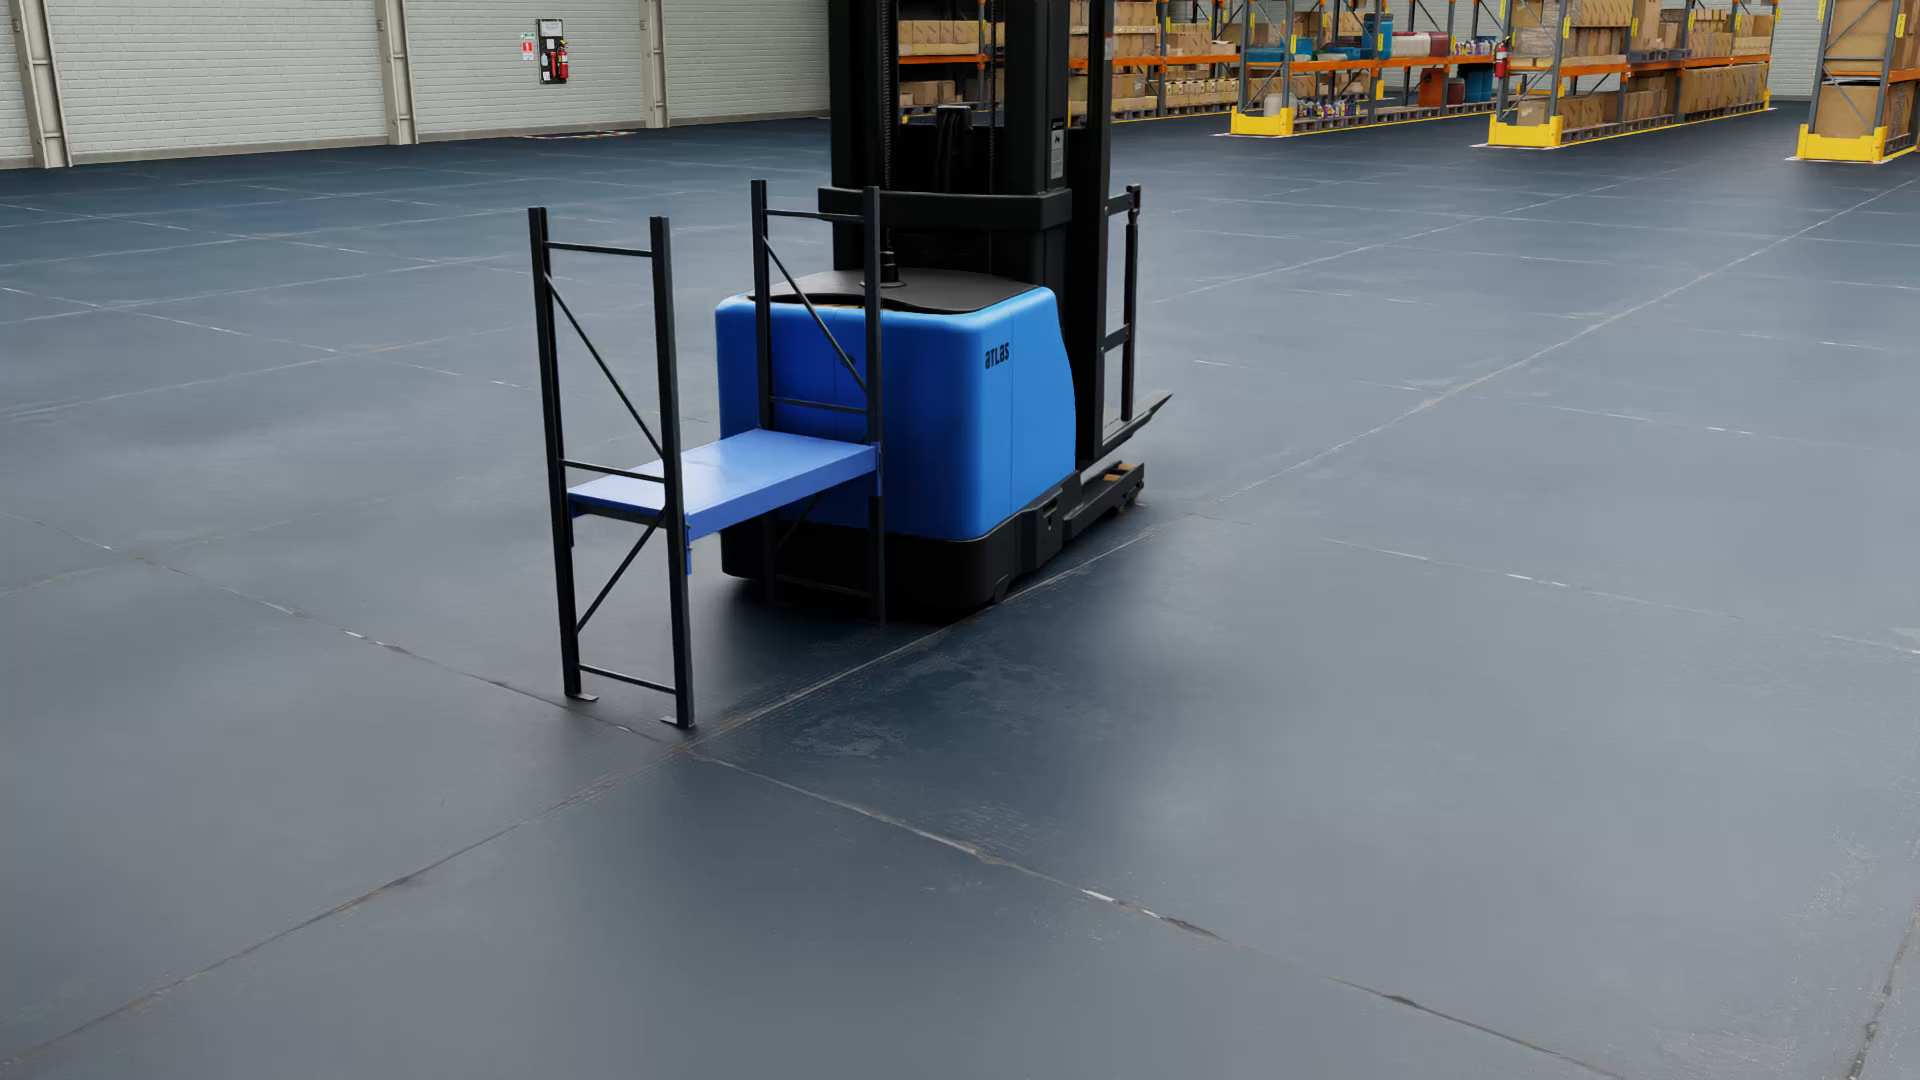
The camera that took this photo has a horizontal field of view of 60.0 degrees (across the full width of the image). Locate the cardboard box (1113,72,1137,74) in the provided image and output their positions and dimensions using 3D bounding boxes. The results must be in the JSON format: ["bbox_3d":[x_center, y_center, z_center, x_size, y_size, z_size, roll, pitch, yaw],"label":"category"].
[{"bbox_3d":[3.586,-10.128,36.965,0.500,0.500,0.500,12,21,35],"label":"cardboard box"}]

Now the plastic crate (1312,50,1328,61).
[{"bbox_3d":[7.055,-9.687,33.238,0.450,0.188,0.662,12,21,35],"label":"plastic crate"}]

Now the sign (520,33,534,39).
[{"bbox_3d":[-8.008,-9.325,30.759,0.001,0.109,0.331,12,21,35],"label":"sign"}]

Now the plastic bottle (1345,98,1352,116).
[{"bbox_3d":[7.823,-8.757,33.609,0.144,0.351,0.185,11,20,32],"label":"plastic bottle"}]

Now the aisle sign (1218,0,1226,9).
[{"bbox_3d":[7.568,-15.876,48.427,0.394,0.787,0.004,12,21,35],"label":"aisle sign"}]

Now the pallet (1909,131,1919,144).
[{"bbox_3d":[16.390,-7.151,29.417,1.003,0.211,1.213,12,21,35],"label":"pallet"}]

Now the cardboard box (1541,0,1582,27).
[{"bbox_3d":[10.231,-8.984,28.260,0.500,0.500,0.500,12,21,35],"label":"cardboard box"}]

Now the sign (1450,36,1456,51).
[{"bbox_3d":[10.919,-10.997,36.823,0.100,0.325,0.005,12,21,35],"label":"sign"}]

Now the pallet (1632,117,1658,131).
[{"bbox_3d":[13.257,-8.332,33.220,1.003,0.211,1.213,12,21,35],"label":"pallet"}]

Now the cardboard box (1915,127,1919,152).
[{"bbox_3d":[15.890,-6.542,26.964,0.500,0.500,0.500,-16,23,-41],"label":"cardboard box"}]

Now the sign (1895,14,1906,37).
[{"bbox_3d":[14.050,-7.685,24.840,0.100,0.325,0.005,12,21,35],"label":"sign"}]

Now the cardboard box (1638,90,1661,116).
[{"bbox_3d":[13.748,-8.858,33.684,0.700,0.500,0.500,10,20,30],"label":"cardboard box"}]

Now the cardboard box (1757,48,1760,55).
[{"bbox_3d":[18.663,-11.538,39.265,0.380,0.149,0.250,12,21,33],"label":"cardboard box"}]

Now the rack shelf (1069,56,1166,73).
[{"bbox_3d":[2.923,-10.118,35.481,1.077,0.370,4.000,12,21,35],"label":"rack shelf"}]

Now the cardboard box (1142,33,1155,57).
[{"bbox_3d":[3.855,-10.879,36.550,0.700,0.500,0.500,12,21,33],"label":"cardboard box"}]

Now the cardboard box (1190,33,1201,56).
[{"bbox_3d":[5.197,-11.411,38.261,0.500,0.500,0.500,12,21,35],"label":"cardboard box"}]

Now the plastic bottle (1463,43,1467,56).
[{"bbox_3d":[11.521,-11.194,37.929,0.061,0.283,0.133,12,21,35],"label":"plastic bottle"}]

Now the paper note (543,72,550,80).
[{"bbox_3d":[-7.766,-8.718,31.244,0.016,0.148,0.142,12,21,35],"label":"paper note"}]

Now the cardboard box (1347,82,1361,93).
[{"bbox_3d":[10.548,-12.299,45.186,0.500,0.250,0.500,12,21,35],"label":"cardboard box"}]

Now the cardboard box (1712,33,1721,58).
[{"bbox_3d":[16.169,-10.738,36.095,0.500,0.500,0.500,12,21,34],"label":"cardboard box"}]

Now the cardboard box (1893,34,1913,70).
[{"bbox_3d":[14.537,-7.747,26.381,0.875,0.550,0.550,12,21,35],"label":"cardboard box"}]

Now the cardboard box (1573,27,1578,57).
[{"bbox_3d":[10.236,-8.690,29.000,0.875,0.500,0.500,12,21,35],"label":"cardboard box"}]

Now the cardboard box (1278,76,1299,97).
[{"bbox_3d":[8.217,-11.456,42.049,0.500,0.500,0.500,13,21,35],"label":"cardboard box"}]

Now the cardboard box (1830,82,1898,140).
[{"bbox_3d":[14.481,-6.902,26.787,0.875,0.875,0.875,12,21,34],"label":"cardboard box"}]

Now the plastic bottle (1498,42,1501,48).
[{"bbox_3d":[12.882,-11.757,39.755,0.152,0.276,0.135,12,21,35],"label":"plastic bottle"}]

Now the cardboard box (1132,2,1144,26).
[{"bbox_3d":[3.555,-11.378,35.969,0.700,0.500,0.500,12,21,35],"label":"cardboard box"}]

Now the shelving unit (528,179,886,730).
[{"bbox_3d":[-0.745,-0.325,5.261,0.538,1.500,1.048,10,20,30],"label":"shelving unit"}]

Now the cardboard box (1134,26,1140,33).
[{"bbox_3d":[3.666,-11.009,35.874,0.380,0.149,0.250,12,21,35],"label":"cardboard box"}]

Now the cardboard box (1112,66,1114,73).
[{"bbox_3d":[3.588,-12.299,44.206,0.750,0.750,0.750,12,21,34],"label":"cardboard box"}]

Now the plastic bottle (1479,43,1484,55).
[{"bbox_3d":[12.145,-11.463,38.807,0.152,0.276,0.135,12,21,35],"label":"plastic bottle"}]

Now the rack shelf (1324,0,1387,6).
[{"bbox_3d":[10.073,-14.409,44.240,1.077,0.370,4.000,12,21,35],"label":"rack shelf"}]

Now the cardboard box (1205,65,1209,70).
[{"bbox_3d":[7.017,-13.740,48.344,0.380,0.149,0.250,12,21,34],"label":"cardboard box"}]

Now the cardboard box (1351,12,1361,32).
[{"bbox_3d":[10.308,-13.800,44.269,0.500,0.500,0.500,13,22,36],"label":"cardboard box"}]

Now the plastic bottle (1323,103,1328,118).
[{"bbox_3d":[7.187,-8.449,32.733,0.061,0.283,0.133,13,21,36],"label":"plastic bottle"}]

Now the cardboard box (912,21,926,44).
[{"bbox_3d":[-1.108,-11.454,37.526,0.500,0.500,0.500,12,21,33],"label":"cardboard box"}]

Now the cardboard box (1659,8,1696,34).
[{"bbox_3d":[14.900,-10.837,34.724,0.797,0.503,0.637,13,22,37],"label":"cardboard box"}]

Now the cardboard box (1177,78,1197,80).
[{"bbox_3d":[5.338,-10.725,39.206,0.500,0.311,0.500,12,21,33],"label":"cardboard box"}]

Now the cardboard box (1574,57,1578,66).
[{"bbox_3d":[10.503,-8.316,28.888,0.380,0.149,0.250,12,21,35],"label":"cardboard box"}]

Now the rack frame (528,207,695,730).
[{"bbox_3d":[-1.011,-0.196,4.847,0.500,1.500,0.032,10,20,30],"label":"rack frame"}]

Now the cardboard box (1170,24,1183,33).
[{"bbox_3d":[5.676,-14.160,46.779,0.980,0.700,0.700,12,21,33],"label":"cardboard box"}]

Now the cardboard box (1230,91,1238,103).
[{"bbox_3d":[6.380,-10.610,39.779,0.500,0.250,0.500,13,21,36],"label":"cardboard box"}]

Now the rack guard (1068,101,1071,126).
[{"bbox_3d":[1.717,-8.786,34.193,1.175,0.500,0.348,12,21,35],"label":"rack guard"}]

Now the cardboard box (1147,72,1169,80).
[{"bbox_3d":[5.428,-12.885,46.684,0.700,0.500,0.500,13,21,35],"label":"cardboard box"}]

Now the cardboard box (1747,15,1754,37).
[{"bbox_3d":[17.931,-11.830,38.268,0.500,0.500,0.500,12,21,33],"label":"cardboard box"}]

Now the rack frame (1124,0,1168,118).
[{"bbox_3d":[4.114,-10.938,36.908,1.000,3.000,0.127,12,21,35],"label":"rack frame"}]

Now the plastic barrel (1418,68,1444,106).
[{"bbox_3d":[10.751,-10.298,37.799,0.600,0.830,0.708,12,21,35],"label":"plastic barrel"}]

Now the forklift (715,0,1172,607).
[{"bbox_3d":[0.164,-1.561,6.828,1.130,2.935,3.031,7,19,22],"label":"forklift"}]

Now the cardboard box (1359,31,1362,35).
[{"bbox_3d":[10.608,-13.447,44.819,0.500,0.500,0.500,13,21,35],"label":"cardboard box"}]

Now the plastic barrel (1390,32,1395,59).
[{"bbox_3d":[8.836,-10.316,34.676,0.433,0.535,0.433,0,17,0],"label":"plastic barrel"}]

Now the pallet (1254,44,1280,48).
[{"bbox_3d":[7.653,-12.263,41.499,1.003,0.211,1.213,12,21,35],"label":"pallet"}]

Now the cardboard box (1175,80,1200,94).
[{"bbox_3d":[5.170,-10.389,38.124,0.500,0.311,0.500,12,21,33],"label":"cardboard box"}]

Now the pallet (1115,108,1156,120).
[{"bbox_3d":[3.607,-9.424,36.736,1.003,0.211,1.213,12,21,35],"label":"pallet"}]

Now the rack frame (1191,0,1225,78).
[{"bbox_3d":[7.284,-14.671,48.928,1.000,3.000,0.127,12,21,35],"label":"rack frame"}]

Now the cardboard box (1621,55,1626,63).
[{"bbox_3d":[12.176,-8.963,30.974,0.380,0.149,0.250,12,21,35],"label":"cardboard box"}]

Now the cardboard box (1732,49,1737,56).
[{"bbox_3d":[17.278,-10.984,37.479,0.380,0.149,0.250,12,21,35],"label":"cardboard box"}]

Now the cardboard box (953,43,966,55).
[{"bbox_3d":[-0.209,-11.467,38.830,0.500,0.250,0.500,13,21,35],"label":"cardboard box"}]
